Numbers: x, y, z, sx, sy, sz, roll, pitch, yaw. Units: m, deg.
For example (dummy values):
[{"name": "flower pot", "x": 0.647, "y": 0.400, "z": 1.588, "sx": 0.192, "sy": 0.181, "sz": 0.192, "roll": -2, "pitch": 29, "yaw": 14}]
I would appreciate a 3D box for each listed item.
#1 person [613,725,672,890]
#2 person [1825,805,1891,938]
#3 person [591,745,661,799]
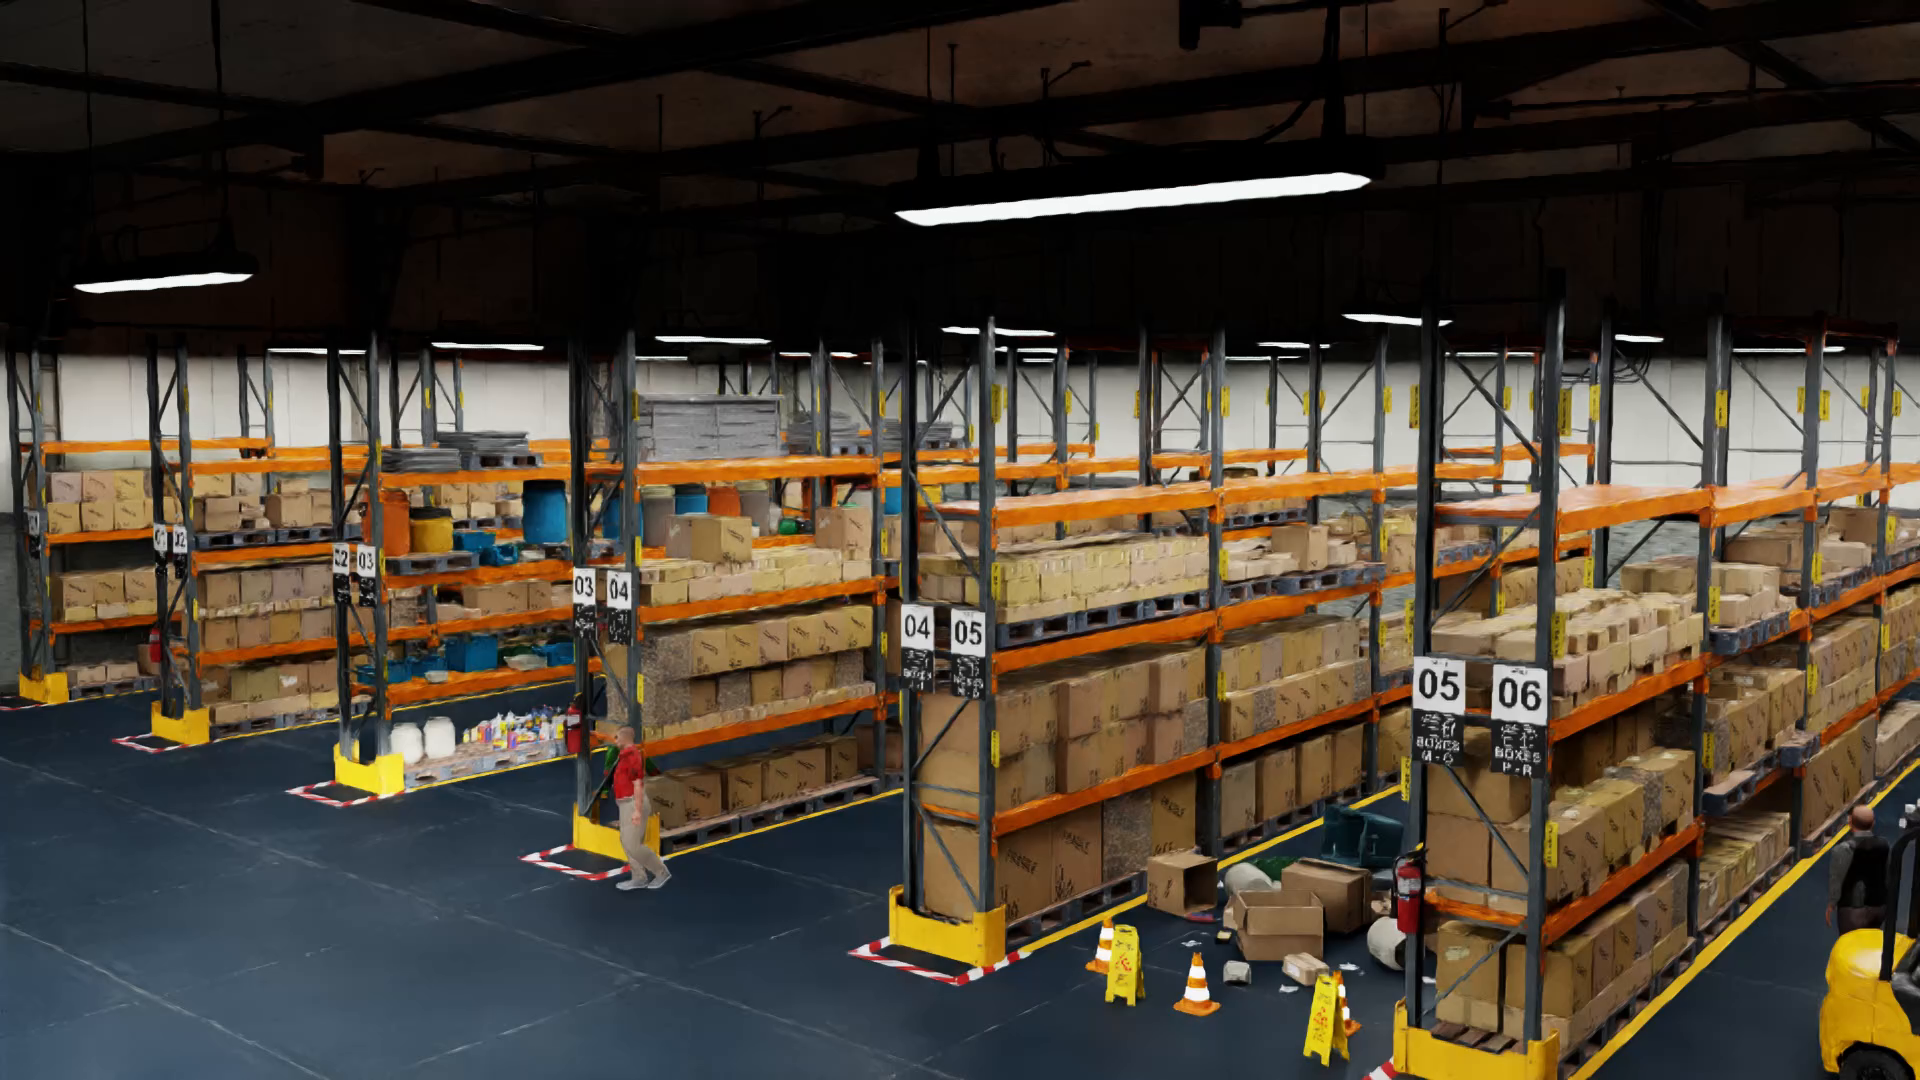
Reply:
[{"name": "person", "x": -3.289, "y": 2.814, "z": 17.201, "sx": 0.567, "sy": 1.618, "sz": 0.600, "roll": -1, "pitch": 5, "yaw": -15}, {"name": "person", "x": 7.459, "y": 3.048, "z": 13.843, "sx": 0.626, "sy": 1.718, "sz": 0.576, "roll": -2, "pitch": 5, "yaw": -19}, {"name": "person", "x": -4.232, "y": 2.418, "z": 21.035, "sx": 0.984, "sy": 1.747, "sz": 0.590, "roll": -3, "pitch": 6, "yaw": -29}]
